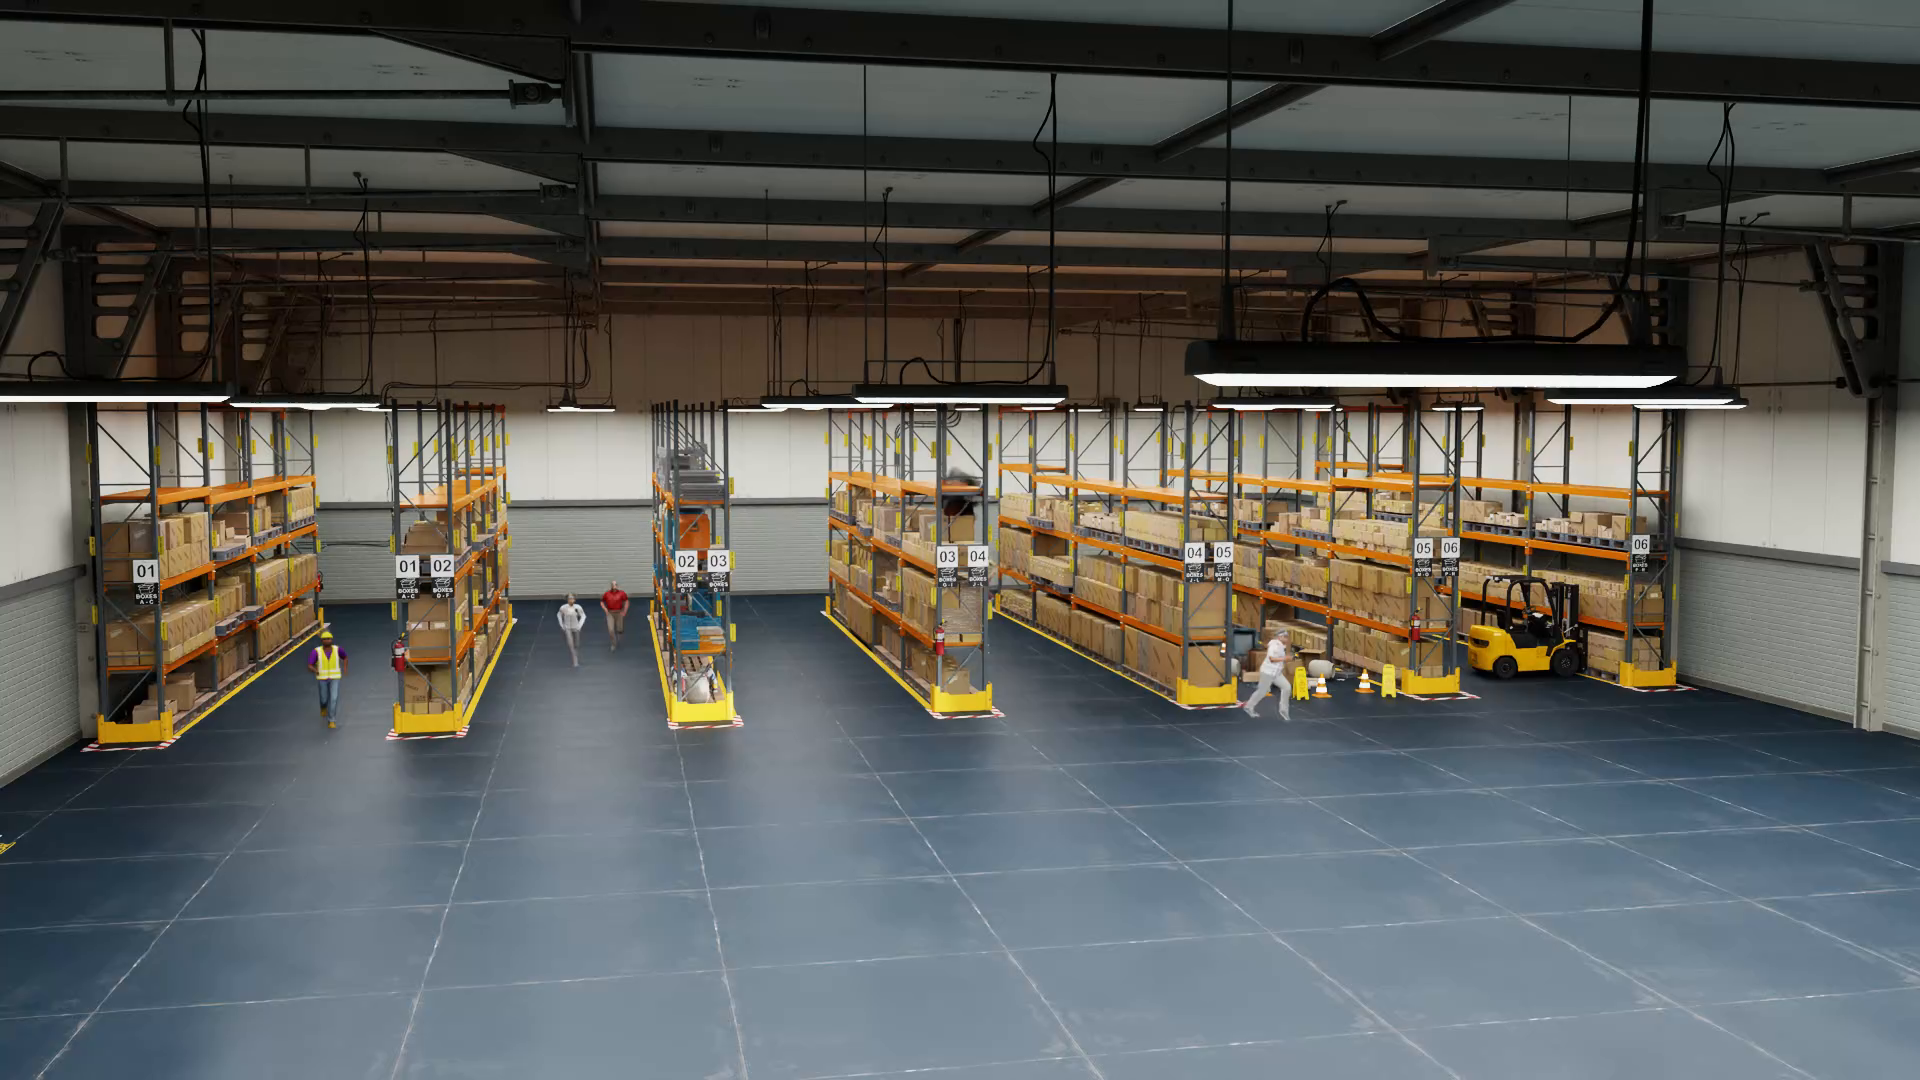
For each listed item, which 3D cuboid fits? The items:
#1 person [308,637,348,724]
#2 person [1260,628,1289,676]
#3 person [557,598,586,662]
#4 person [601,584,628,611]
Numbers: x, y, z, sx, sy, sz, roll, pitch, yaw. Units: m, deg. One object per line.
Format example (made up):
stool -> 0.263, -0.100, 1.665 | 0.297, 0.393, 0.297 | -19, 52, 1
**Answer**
person -> -11.606, 2.533, 30.578 | 0.709, 1.636, 0.754 | -2, 5, -25
person -> 5.886, 2.084, 30.998 | 0.459, 0.903, 0.620 | 3, 5, 32
person -> -8.910, 2.016, 38.146 | 0.643, 1.553, 0.589 | -1, 4, -15
person -> -8.435, 1.395, 40.565 | 0.662, 0.685, 0.352 | -1, 4, -11
